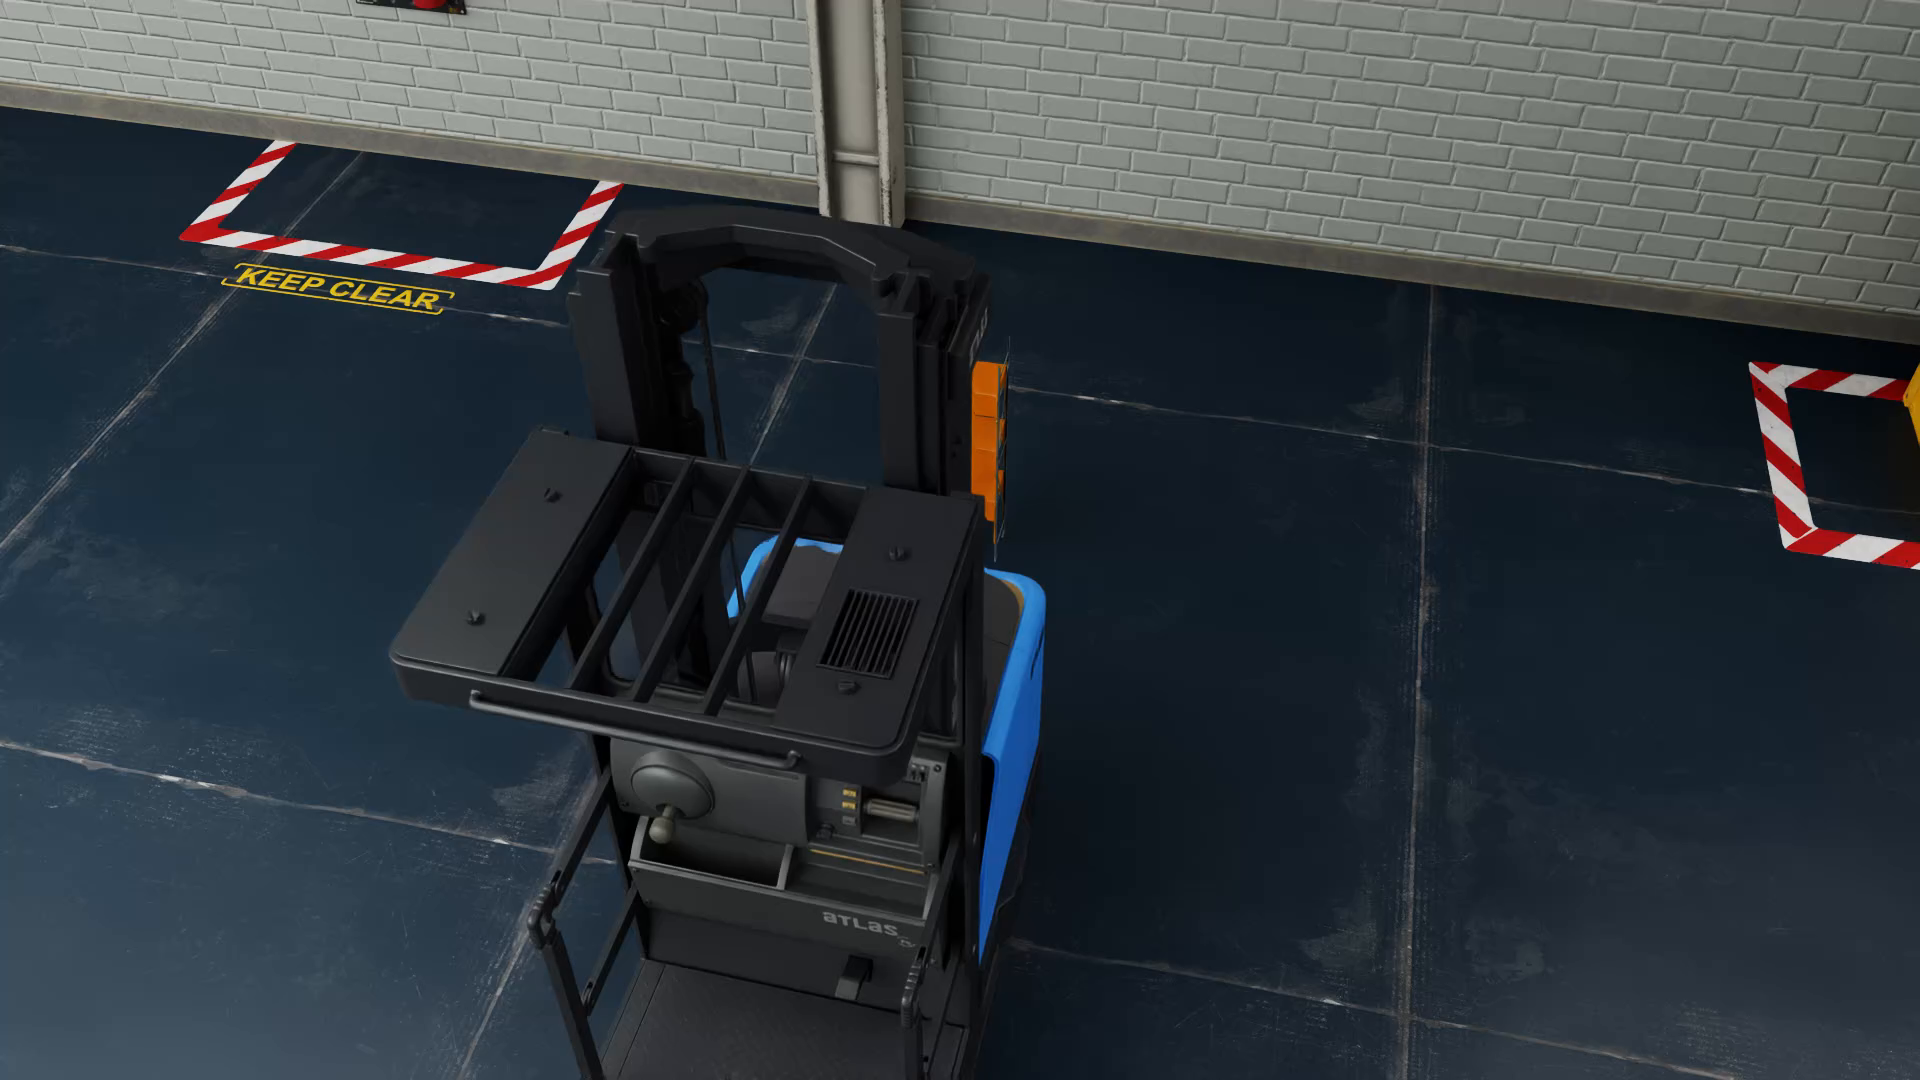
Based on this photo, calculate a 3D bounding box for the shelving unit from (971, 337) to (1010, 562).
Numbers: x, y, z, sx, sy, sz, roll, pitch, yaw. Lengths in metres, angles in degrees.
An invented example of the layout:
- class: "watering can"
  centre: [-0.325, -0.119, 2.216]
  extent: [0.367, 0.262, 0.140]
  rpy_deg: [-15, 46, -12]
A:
- class: "shelving unit"
  centre: [0.052, -0.370, 6.838]
  extent: [0.252, 1.050, 0.215]
  rpy_deg: [9, 45, 9]

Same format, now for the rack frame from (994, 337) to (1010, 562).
- class: "rack frame"
  centre: [0.171, -0.352, 6.818]
  extent: [0.008, 1.050, 0.200]
  rpy_deg: [9, 45, 9]

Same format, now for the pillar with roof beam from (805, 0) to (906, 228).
- class: "pillar with roof beam"
  centre: [-1.458, -2.023, 2.823]
  extent: [0.400, 9.000, 9.100]
  rpy_deg: [9, 45, 9]

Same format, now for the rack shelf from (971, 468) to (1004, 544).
- class: "rack shelf"
  centre: [0.052, -0.162, 7.038]
  extent: [0.240, 0.259, 0.215]
  rpy_deg: [9, 45, 9]

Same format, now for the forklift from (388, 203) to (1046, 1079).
- class: "forklift"
  centre: [-0.541, 0.759, 4.308]
  extent: [1.130, 2.935, 3.031]
  rpy_deg: [9, 45, 10]

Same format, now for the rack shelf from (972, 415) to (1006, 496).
- class: "rack shelf"
  centre: [0.052, -0.363, 6.845]
  extent: [0.240, 0.259, 0.215]
  rpy_deg: [9, 45, 9]

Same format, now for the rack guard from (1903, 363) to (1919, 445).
- class: "rack guard"
  centre: [4.539, -0.475, 7.343]
  extent: [0.348, 0.500, 1.175]
  rpy_deg: [9, 45, 9]

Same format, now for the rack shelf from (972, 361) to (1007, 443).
- class: "rack shelf"
  centre: [0.052, -0.567, 6.648]
  extent: [0.240, 0.259, 0.215]
  rpy_deg: [9, 45, 9]

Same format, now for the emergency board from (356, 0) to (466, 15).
- class: "emergency board"
  centre: [-2.922, -3.175, 8.345]
  extent: [0.643, 1.169, 0.194]
  rpy_deg: [9, 45, 9]
